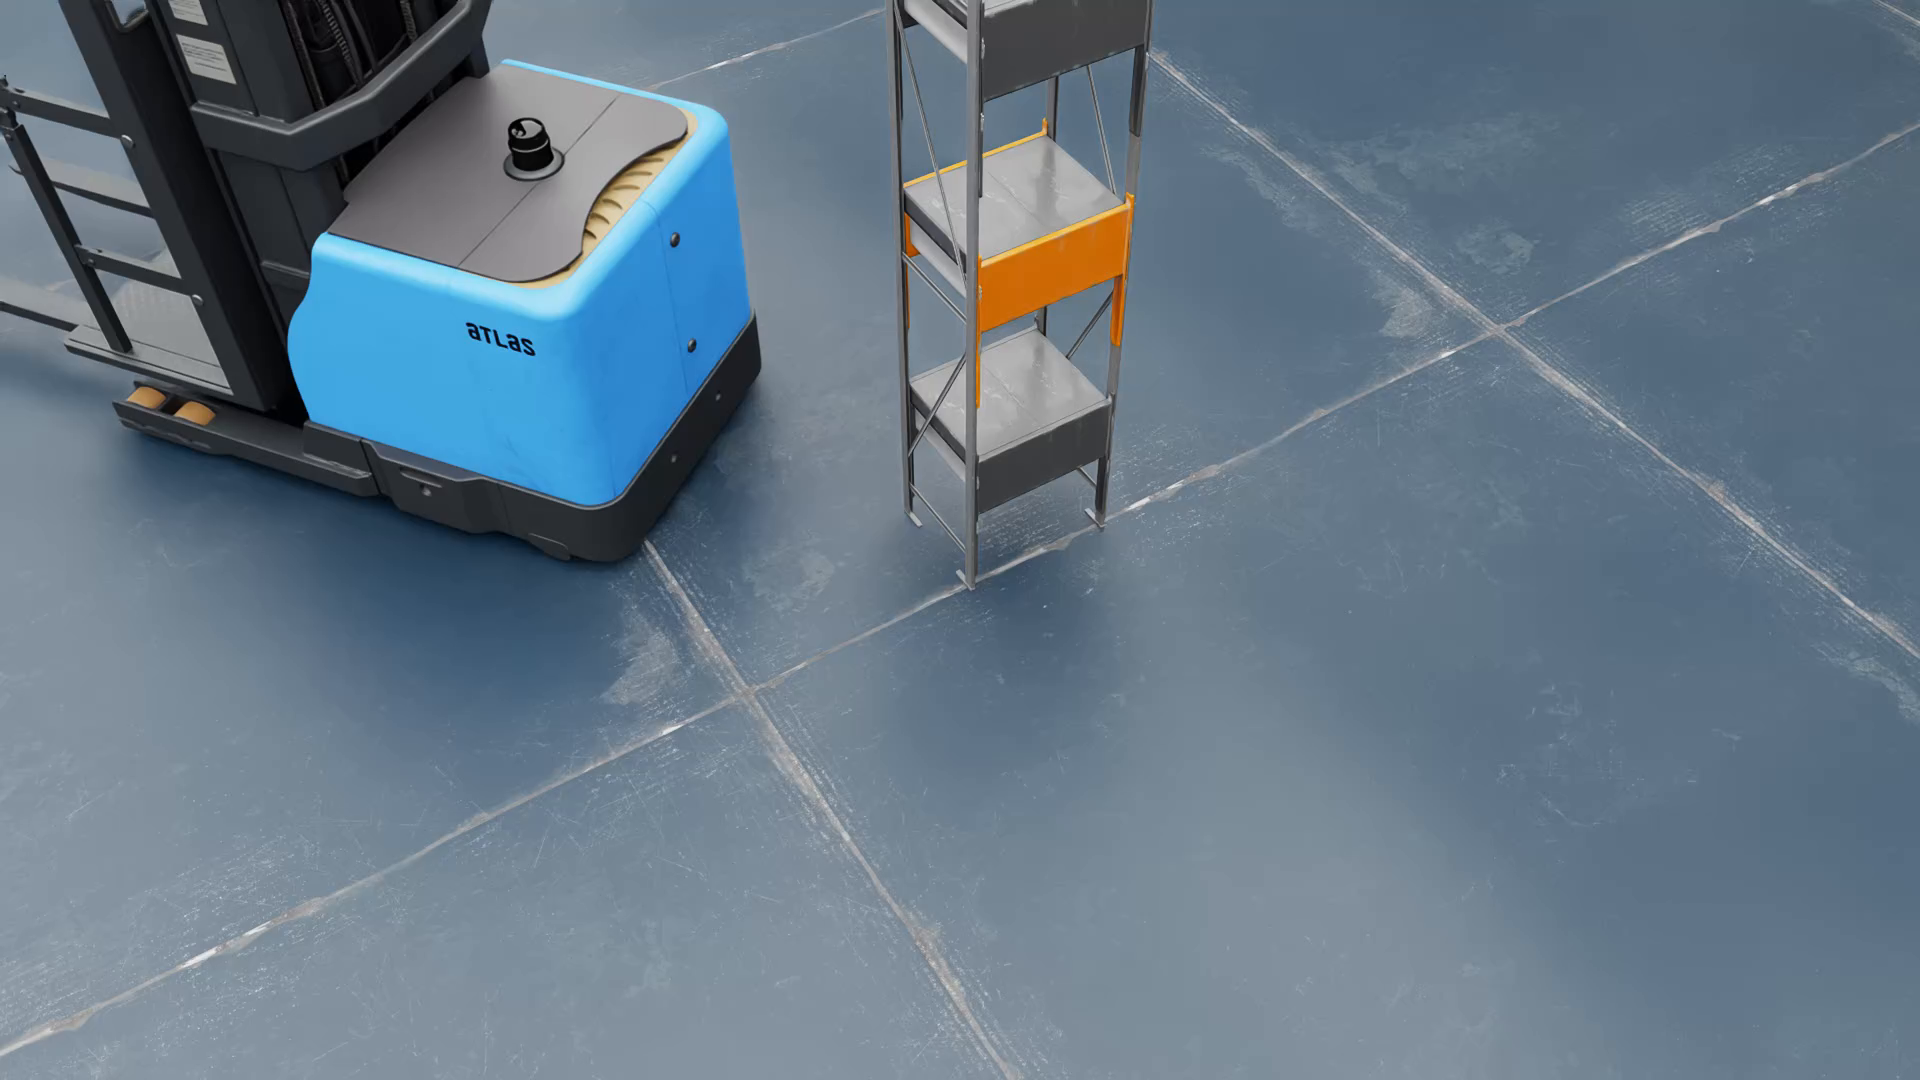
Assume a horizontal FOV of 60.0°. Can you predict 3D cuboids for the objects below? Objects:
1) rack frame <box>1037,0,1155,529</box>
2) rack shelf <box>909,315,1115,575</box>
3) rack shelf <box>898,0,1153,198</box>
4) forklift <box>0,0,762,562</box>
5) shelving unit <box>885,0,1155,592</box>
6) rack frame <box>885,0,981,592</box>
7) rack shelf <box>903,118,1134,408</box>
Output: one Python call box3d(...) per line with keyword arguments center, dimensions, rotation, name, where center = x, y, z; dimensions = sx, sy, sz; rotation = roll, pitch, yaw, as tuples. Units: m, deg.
box3d(center=(0.346, -0.861, 4.611), dimensions=(0.015, 2.100, 0.400), rotation=(-25, 53, -21), name="rack frame")
box3d(center=(0.140, -0.290, 5.058), dimensions=(0.480, 0.518, 0.431), rotation=(-25, 53, -21), name="rack shelf")
box3d(center=(0.140, -1.221, 4.012), dimensions=(0.480, 0.518, 0.431), rotation=(-25, 53, -21), name="rack shelf")
box3d(center=(-2.247, -1.617, 4.727), dimensions=(3.031, 2.935, 1.130), rotation=(17, 50, 14), name="forklift")
box3d(center=(0.140, -0.764, 4.525), dimensions=(0.503, 2.100, 0.431), rotation=(-25, 53, -21), name="shelving unit")
box3d(center=(-0.066, -0.667, 4.438), dimensions=(0.015, 2.100, 0.400), rotation=(-25, 53, -21), name="rack frame")
box3d(center=(0.140, -0.755, 4.535), dimensions=(0.480, 0.518, 0.431), rotation=(-25, 53, -21), name="rack shelf")
